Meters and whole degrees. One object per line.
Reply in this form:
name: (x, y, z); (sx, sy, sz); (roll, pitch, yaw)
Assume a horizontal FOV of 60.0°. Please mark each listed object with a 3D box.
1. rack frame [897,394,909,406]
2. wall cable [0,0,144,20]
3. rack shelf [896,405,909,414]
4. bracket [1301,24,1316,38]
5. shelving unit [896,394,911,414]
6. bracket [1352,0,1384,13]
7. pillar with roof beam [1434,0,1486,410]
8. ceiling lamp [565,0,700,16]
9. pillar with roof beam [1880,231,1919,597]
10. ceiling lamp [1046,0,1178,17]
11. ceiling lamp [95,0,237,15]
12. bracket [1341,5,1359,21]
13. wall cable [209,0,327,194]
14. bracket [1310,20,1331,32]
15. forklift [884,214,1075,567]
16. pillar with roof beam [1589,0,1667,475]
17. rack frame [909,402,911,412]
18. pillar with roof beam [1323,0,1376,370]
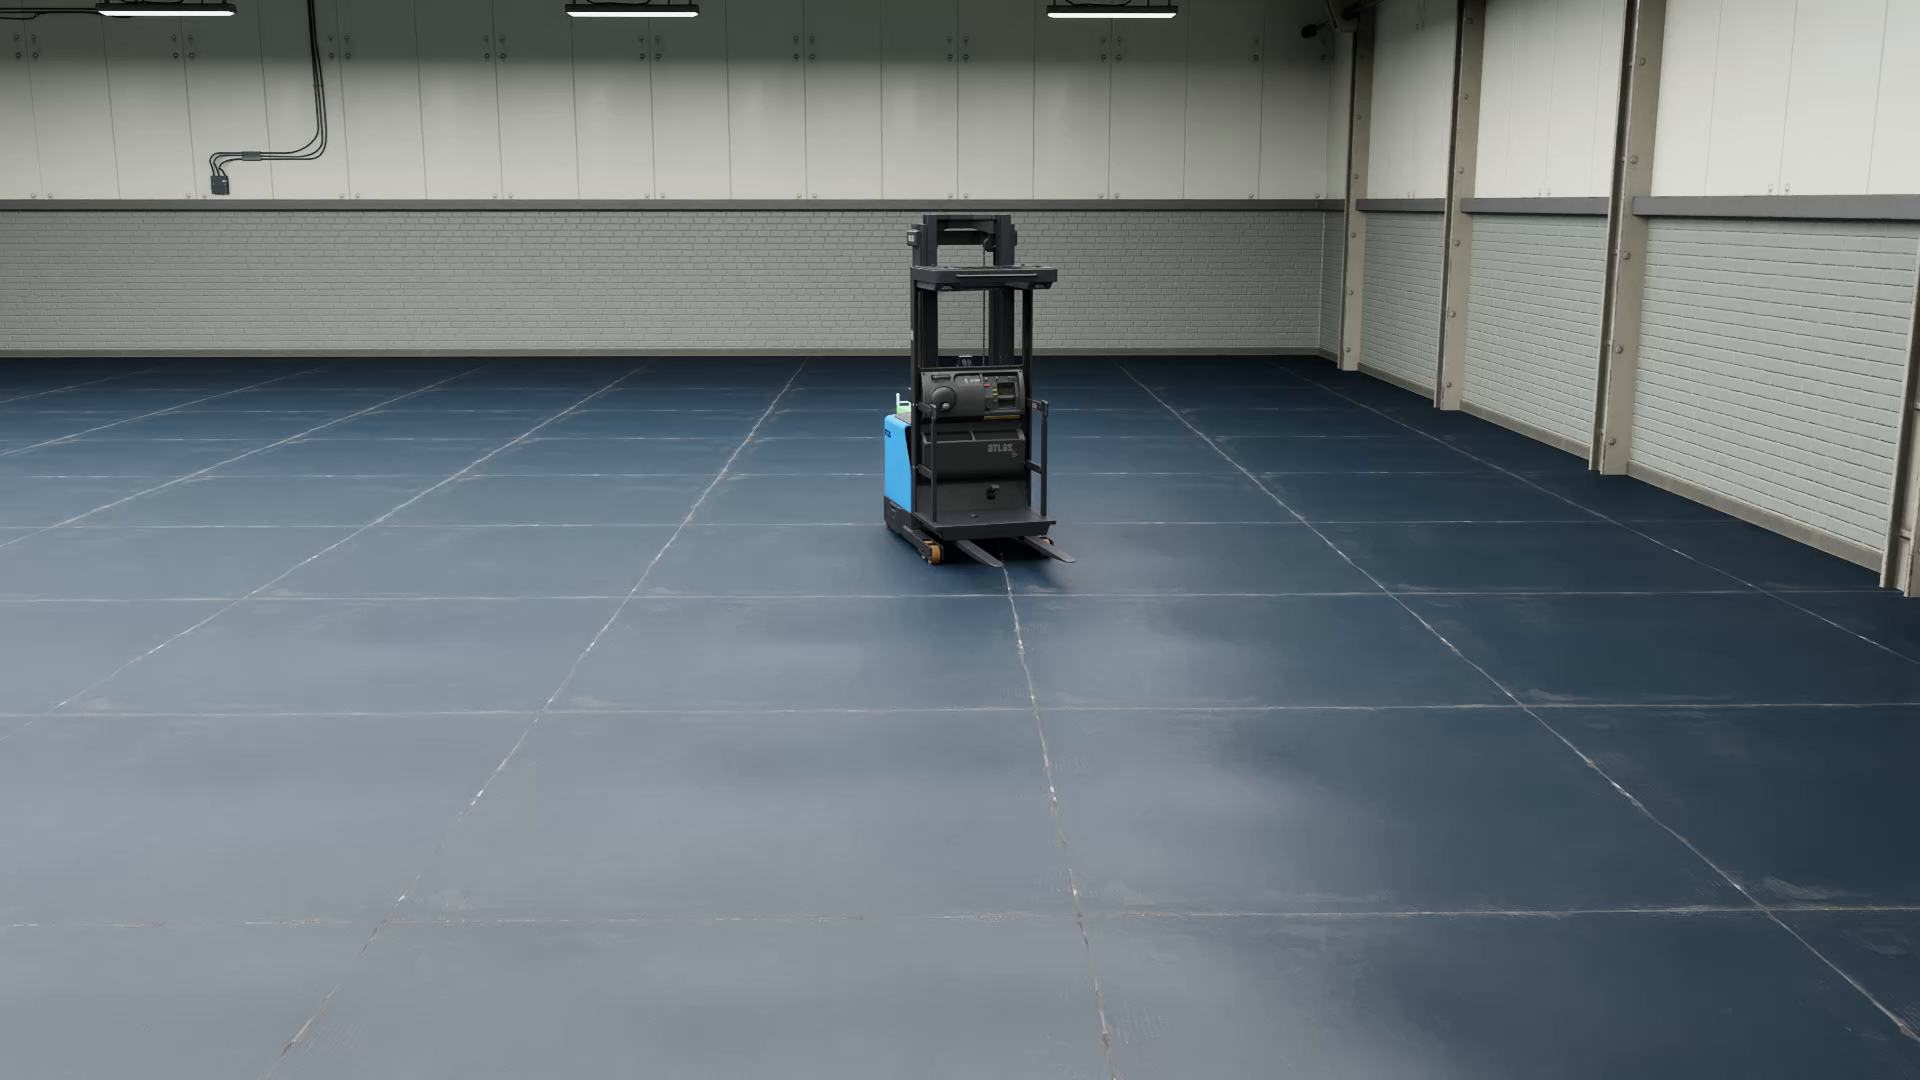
rack frame: (-0.501, -0.848, 16.413); (0.240, 1.200, 0.015); (-3, 12, -16)
wall cable: (-17.225, -11.248, 31.727); (3.097, 2.526, 0.112); (0, 11, -1)
rack shelf: (-0.433, -1.209, 16.101); (0.258, 0.148, 0.480); (-3, 12, -16)
bracket: (6.796, -9.896, 32.343); (0.235, 0.232, 0.430); (0, 11, -1)
shelving unit: (-0.433, -0.802, 16.184); (0.258, 1.200, 0.503); (-3, 12, -16)
bracket: (6.915, -8.748, 26.684); (0.076, 0.066, 4.783); (0, 11, -1)
pillar with roof beam: (3.028, -6.370, 24.014); (9.100, 9.000, 0.400); (0, 11, -1)
ceiling lamp: (-5.010, -9.622, 25.364); (2.000, 3.185, 0.800); (0, 11, -1)
pillar with roof beam: (3.276, -3.984, 12.256); (9.100, 9.000, 0.400); (0, 11, -1)
ceiling lamp: (2.329, -9.652, 25.513); (2.000, 3.185, 0.800); (0, 11, -1)
ceiling lamp: (-12.068, -9.593, 25.221); (2.000, 3.185, 0.800); (0, 11, -1)
bracket: (6.862, -9.260, 29.208); (0.235, 0.232, 0.430); (0, 11, -1)
wall cable: (-13.532, -9.744, 32.094); (2.305, 6.003, 0.169); (0, 11, -1)
bracket: (6.808, -9.779, 31.765); (0.076, 0.066, 3.189); (0, 11, -1)
forklift: (0.177, -1.316, 14.365); (1.130, 2.935, 3.031); (-3, 12, -16)
pillar with roof beam: (3.152, -5.177, 18.135); (9.100, 9.000, 0.400); (0, 11, -1)
rack frame: (-0.365, -0.755, 15.954); (0.240, 1.200, 0.015); (-3, 12, -16)
pillar with roof beam: (2.904, -7.562, 29.893); (9.100, 9.000, 0.548); (0, 11, -1)
